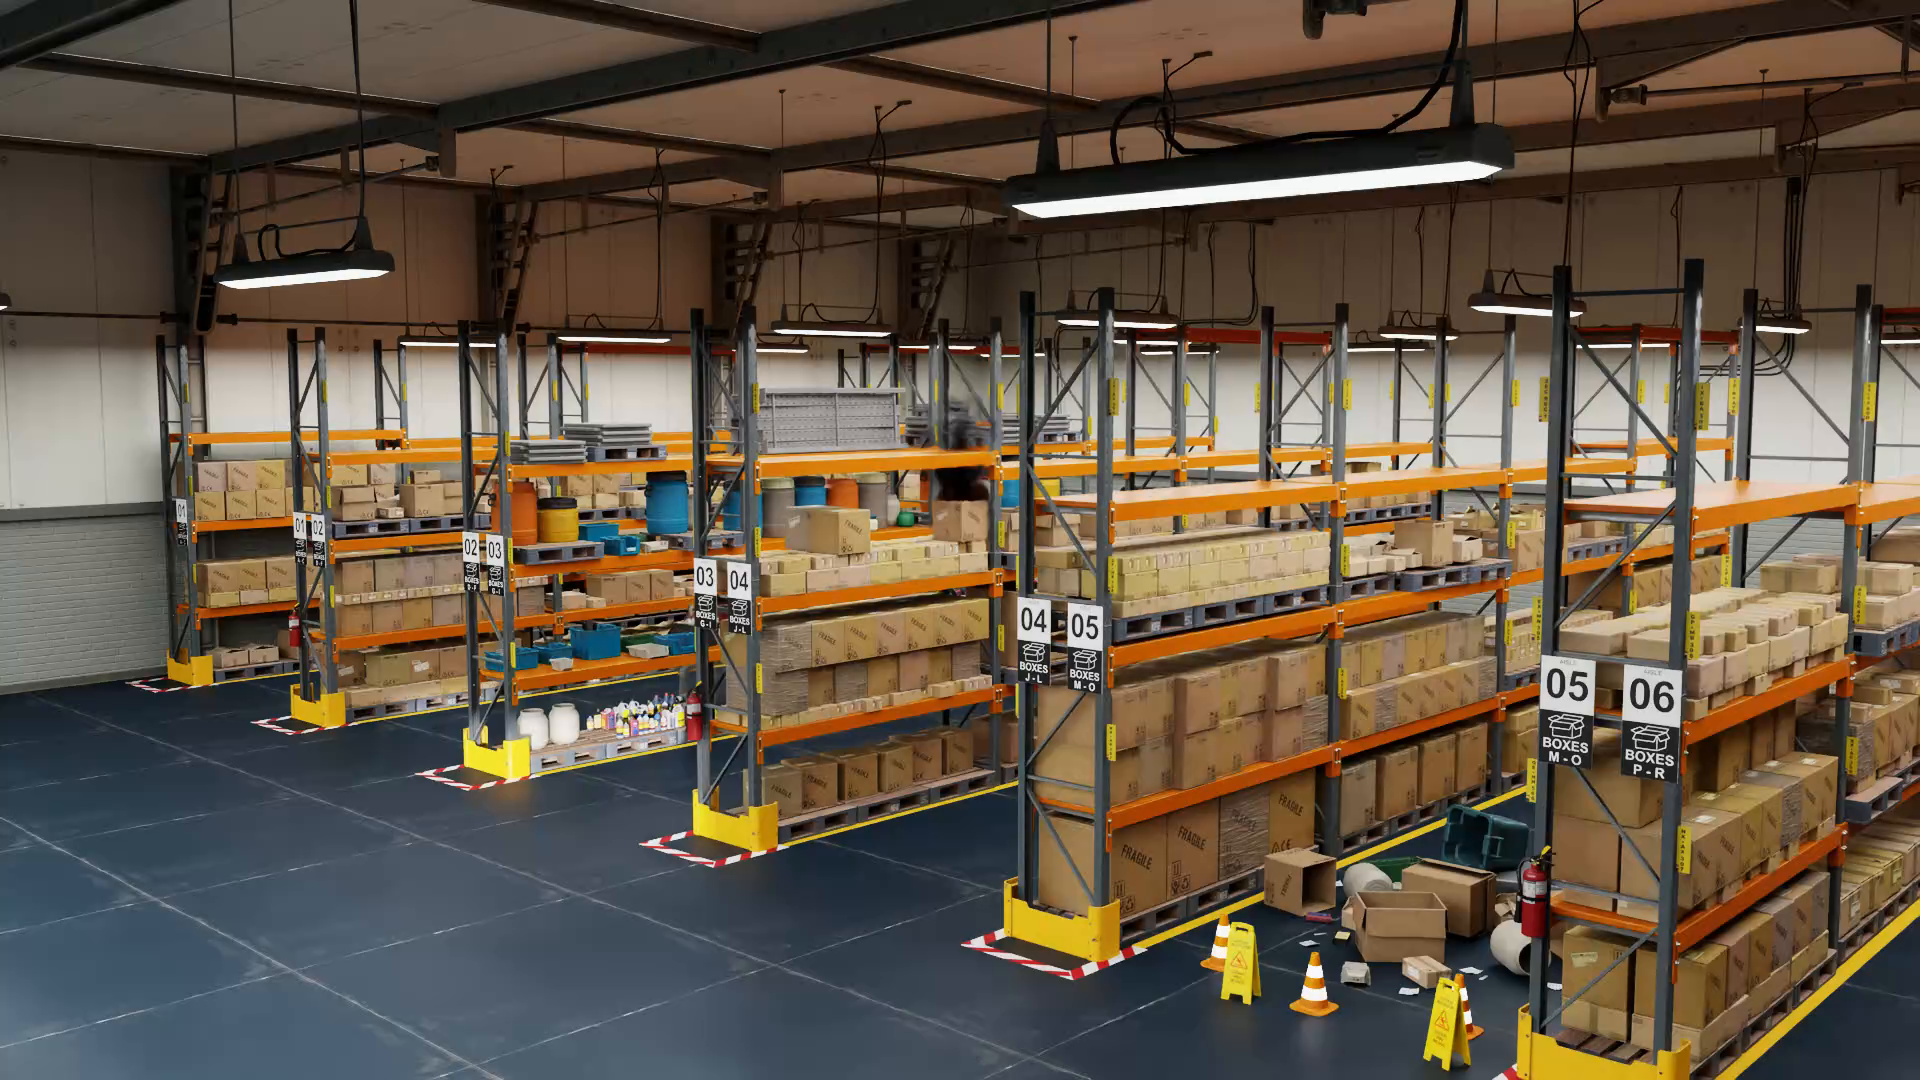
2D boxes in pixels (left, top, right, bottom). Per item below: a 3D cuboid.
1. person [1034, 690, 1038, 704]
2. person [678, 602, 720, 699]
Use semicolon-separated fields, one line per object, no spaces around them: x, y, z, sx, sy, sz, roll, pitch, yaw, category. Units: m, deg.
1.269;1.975;25.409;0.534;1.565;0.889;4;7;36;person
-4.243;1.810;26.528;0.611;1.682;0.940;4;7;36;person
